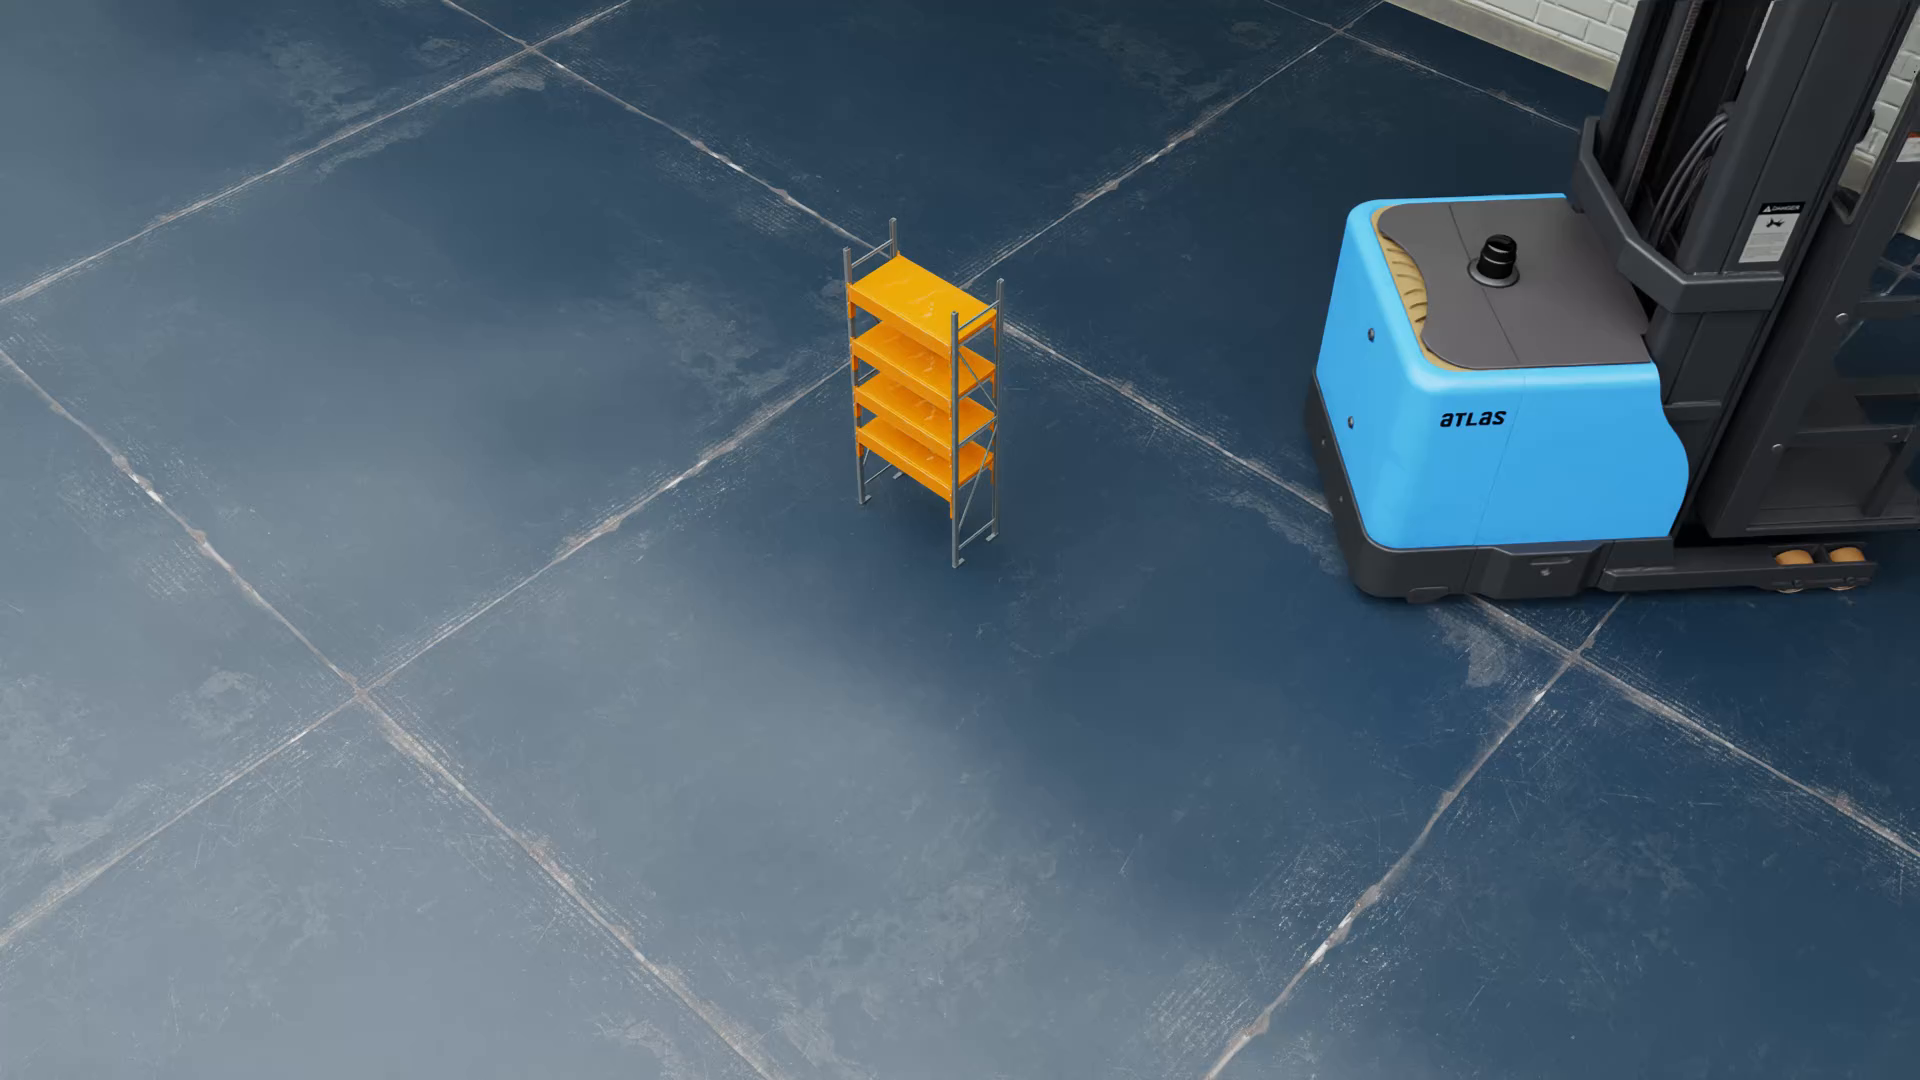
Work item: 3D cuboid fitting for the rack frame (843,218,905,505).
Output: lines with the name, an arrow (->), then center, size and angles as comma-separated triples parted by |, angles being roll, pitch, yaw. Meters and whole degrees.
rack frame -> -0.301, -0.613, 6.003 | 0.015, 1.200, 0.240 | 34, 55, 28

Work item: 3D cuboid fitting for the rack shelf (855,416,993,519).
rack shelf -> -0.122, -0.311, 6.083 | 0.480, 0.148, 0.258 | 34, 55, 28

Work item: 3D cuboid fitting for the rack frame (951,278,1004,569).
rack frame -> 0.058, -0.372, 5.776 | 0.015, 1.200, 0.240 | 34, 55, 28

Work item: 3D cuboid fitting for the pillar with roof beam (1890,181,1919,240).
pillar with roof beam -> 1.498, -2.143, 2.090 | 0.400, 9.000, 9.100 | 34, 55, 28

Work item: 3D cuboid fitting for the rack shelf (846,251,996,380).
rack shelf -> -0.122, -0.762, 5.603 | 0.480, 0.148, 0.258 | 34, 55, 28

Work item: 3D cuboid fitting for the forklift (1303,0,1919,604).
forklift -> 2.902, -1.196, 5.362 | 3.031, 2.935, 1.130 | -3, 47, -3

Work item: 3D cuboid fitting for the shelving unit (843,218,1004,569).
shelving unit -> -0.122, -0.493, 5.889 | 0.503, 1.200, 0.258 | 34, 55, 28

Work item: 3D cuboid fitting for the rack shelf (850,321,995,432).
rack shelf -> -0.122, -0.600, 5.775 | 0.480, 0.148, 0.258 | 34, 55, 28

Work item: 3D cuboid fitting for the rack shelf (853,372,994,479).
rack shelf -> -0.122, -0.446, 5.938 | 0.480, 0.148, 0.258 | 34, 55, 28
